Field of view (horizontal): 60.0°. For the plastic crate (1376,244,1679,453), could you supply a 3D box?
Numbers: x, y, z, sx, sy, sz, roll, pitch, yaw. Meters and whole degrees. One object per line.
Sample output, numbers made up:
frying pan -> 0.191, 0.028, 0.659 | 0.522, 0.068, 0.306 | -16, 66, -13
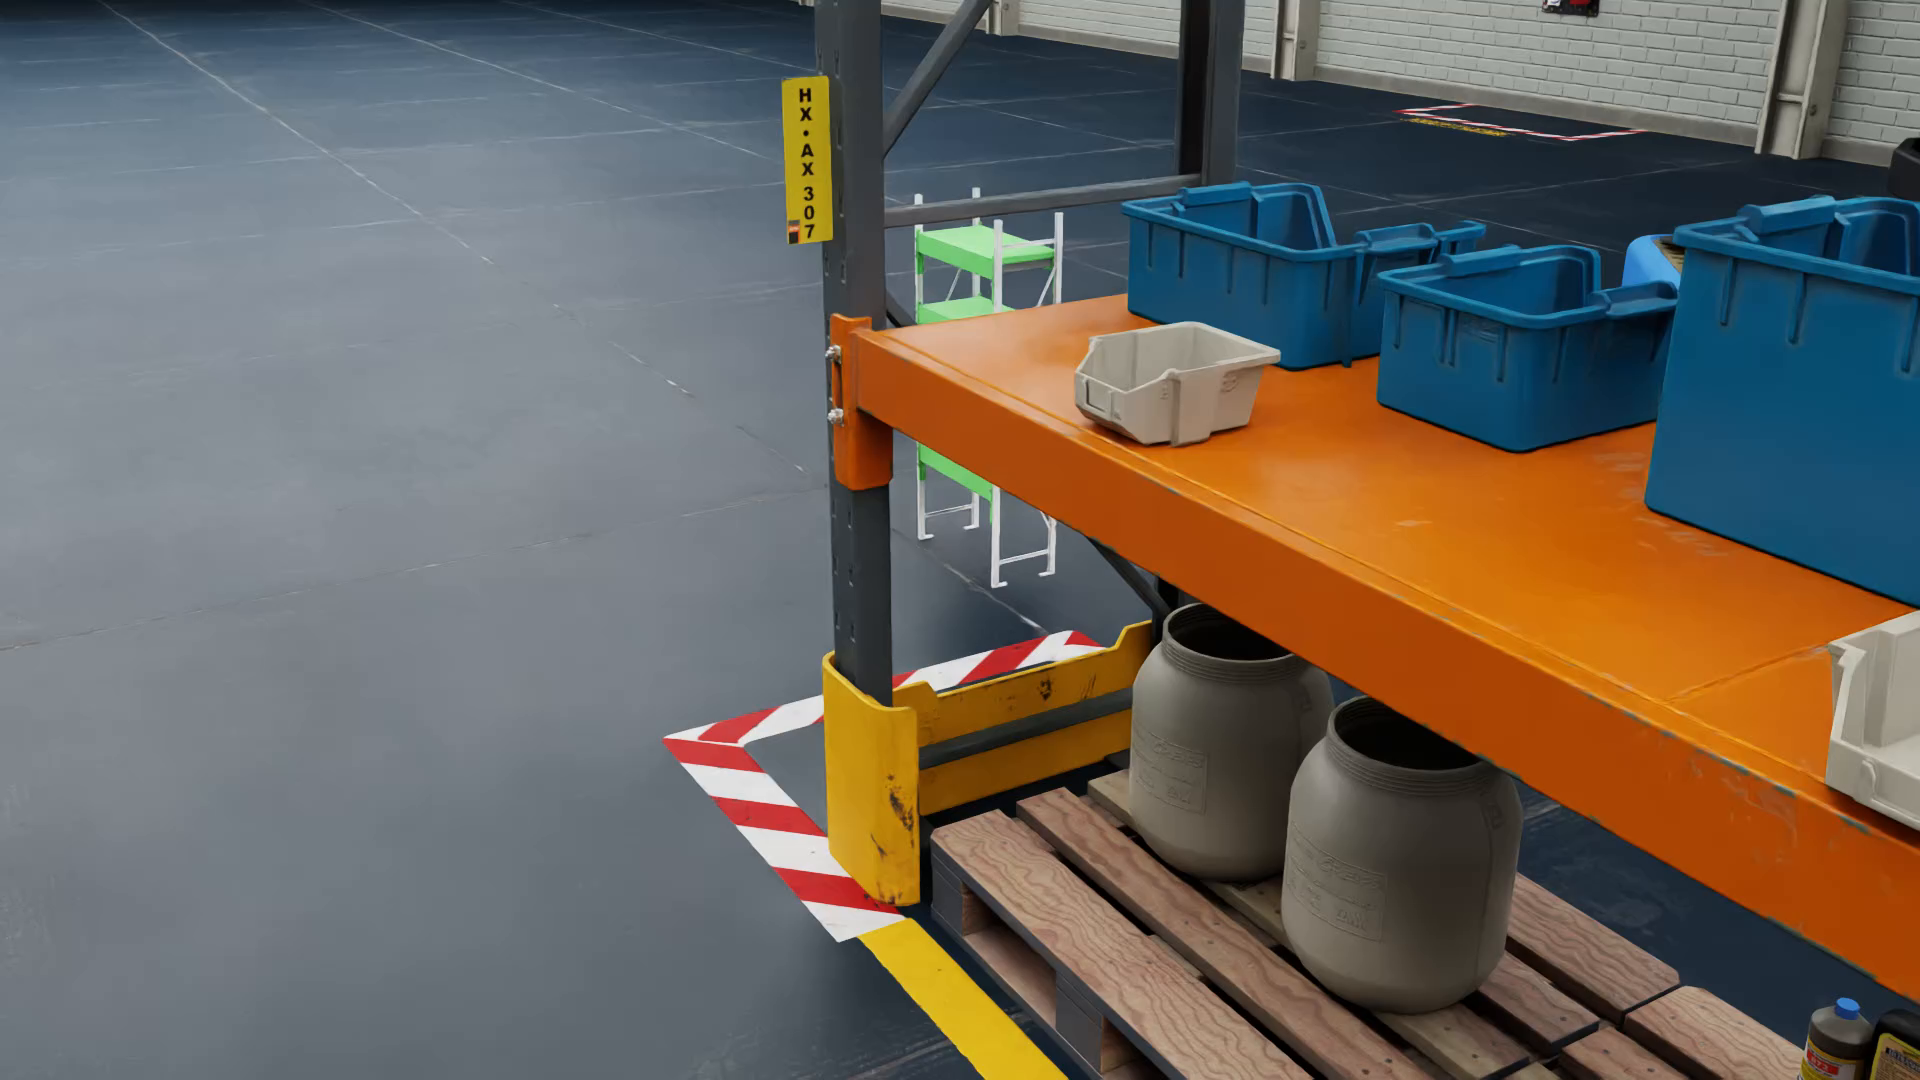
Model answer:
plastic crate -> 1.011, -0.348, 2.882 | 0.499, 0.251, 0.408 | -13, 25, -28

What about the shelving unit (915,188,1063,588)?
shelving unit -> 0.085, -0.502, 5.454 | 0.258, 1.200, 0.503 | -13, 25, -28

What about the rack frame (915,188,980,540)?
rack frame -> -0.040, -0.581, 5.648 | 0.240, 1.200, 0.015 | -13, 25, -28

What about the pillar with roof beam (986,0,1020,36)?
pillar with roof beam -> -3.106, -10.356, 19.340 | 9.100, 9.000, 0.400 | -13, 25, -28

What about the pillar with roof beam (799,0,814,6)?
pillar with roof beam -> -6.171, -12.299, 24.118 | 9.100, 9.000, 0.400 | -13, 25, -28

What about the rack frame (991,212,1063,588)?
rack frame -> 0.209, -0.423, 5.259 | 0.240, 1.200, 0.015 | -13, 25, -28

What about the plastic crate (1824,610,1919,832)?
plastic crate -> 1.167, 0.207, 1.669 | 0.530, 0.136, 0.437 | -13, 25, -28

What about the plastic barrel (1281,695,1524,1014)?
plastic barrel -> 0.829, 0.586, 3.133 | 0.421, 0.512, 0.421 | 0, 22, 0

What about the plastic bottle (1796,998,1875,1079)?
plastic bottle -> 1.486, 0.870, 2.820 | 0.097, 0.201, 0.097 | 0, 22, 0

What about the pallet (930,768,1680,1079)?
pallet -> 0.661, 0.838, 3.468 | 1.003, 0.211, 1.213 | -13, 25, -28

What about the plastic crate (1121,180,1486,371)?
plastic crate -> 0.684, -0.560, 3.402 | 0.499, 0.251, 0.616 | -13, 25, -28

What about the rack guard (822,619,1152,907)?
rack guard -> 0.251, 0.441, 4.064 | 1.175, 0.500, 0.348 | -13, 25, -28

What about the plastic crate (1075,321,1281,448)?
plastic crate -> 0.352, -0.259, 2.816 | 0.298, 0.136, 0.250 | -13, 25, -28

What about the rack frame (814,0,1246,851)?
rack frame -> 0.171, -0.733, 3.631 | 1.000, 3.000, 0.127 | -13, 25, -28

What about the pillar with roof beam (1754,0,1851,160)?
pillar with roof beam -> 3.024, -6.472, 9.783 | 9.100, 9.000, 0.400 | -13, 25, -28

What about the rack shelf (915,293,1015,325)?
rack shelf -> 0.085, -0.665, 5.387 | 0.258, 0.148, 0.480 | -13, 25, -28

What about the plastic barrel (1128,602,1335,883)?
plastic barrel -> 0.573, 0.423, 3.533 | 0.421, 0.512, 0.421 | 0, 22, 0

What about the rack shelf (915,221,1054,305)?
rack shelf -> 0.085, -0.888, 5.297 | 0.258, 0.148, 0.480 | -13, 25, -28

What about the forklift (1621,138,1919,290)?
forklift -> 3.555, -1.081, 4.578 | 3.031, 2.935, 1.130 | 4, 23, 11

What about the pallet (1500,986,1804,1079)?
pallet -> 1.280, 1.233, 2.498 | 1.003, 0.211, 1.213 | -13, 25, -28

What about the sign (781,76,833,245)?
sign -> -0.304, -0.757, 3.322 | 0.100, 0.325, 0.005 | -13, 25, -28

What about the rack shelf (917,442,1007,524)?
rack shelf -> 0.085, -0.221, 5.568 | 0.258, 0.148, 0.480 | -13, 25, -28

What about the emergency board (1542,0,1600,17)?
emergency board -> 5.495, -5.328, 14.936 | 0.194, 1.169, 0.643 | -13, 25, -28

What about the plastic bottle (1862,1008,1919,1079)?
plastic bottle -> 1.562, 0.866, 2.720 | 0.061, 0.283, 0.133 | -12, 25, -27

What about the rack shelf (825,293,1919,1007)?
rack shelf -> 1.193, 0.248, 2.174 | 1.077, 0.370, 4.000 | -13, 25, -28

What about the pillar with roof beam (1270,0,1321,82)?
pillar with roof beam -> -0.041, -8.414, 14.561 | 9.100, 9.000, 0.400 | -13, 25, -28

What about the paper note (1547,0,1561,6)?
paper note -> 5.464, -4.990, 15.275 | 0.016, 0.148, 0.142 | -13, 25, -28

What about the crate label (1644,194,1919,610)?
crate label -> 1.344, -0.206, 2.287 | 0.502, 0.435, 0.616 | -13, 25, -28
